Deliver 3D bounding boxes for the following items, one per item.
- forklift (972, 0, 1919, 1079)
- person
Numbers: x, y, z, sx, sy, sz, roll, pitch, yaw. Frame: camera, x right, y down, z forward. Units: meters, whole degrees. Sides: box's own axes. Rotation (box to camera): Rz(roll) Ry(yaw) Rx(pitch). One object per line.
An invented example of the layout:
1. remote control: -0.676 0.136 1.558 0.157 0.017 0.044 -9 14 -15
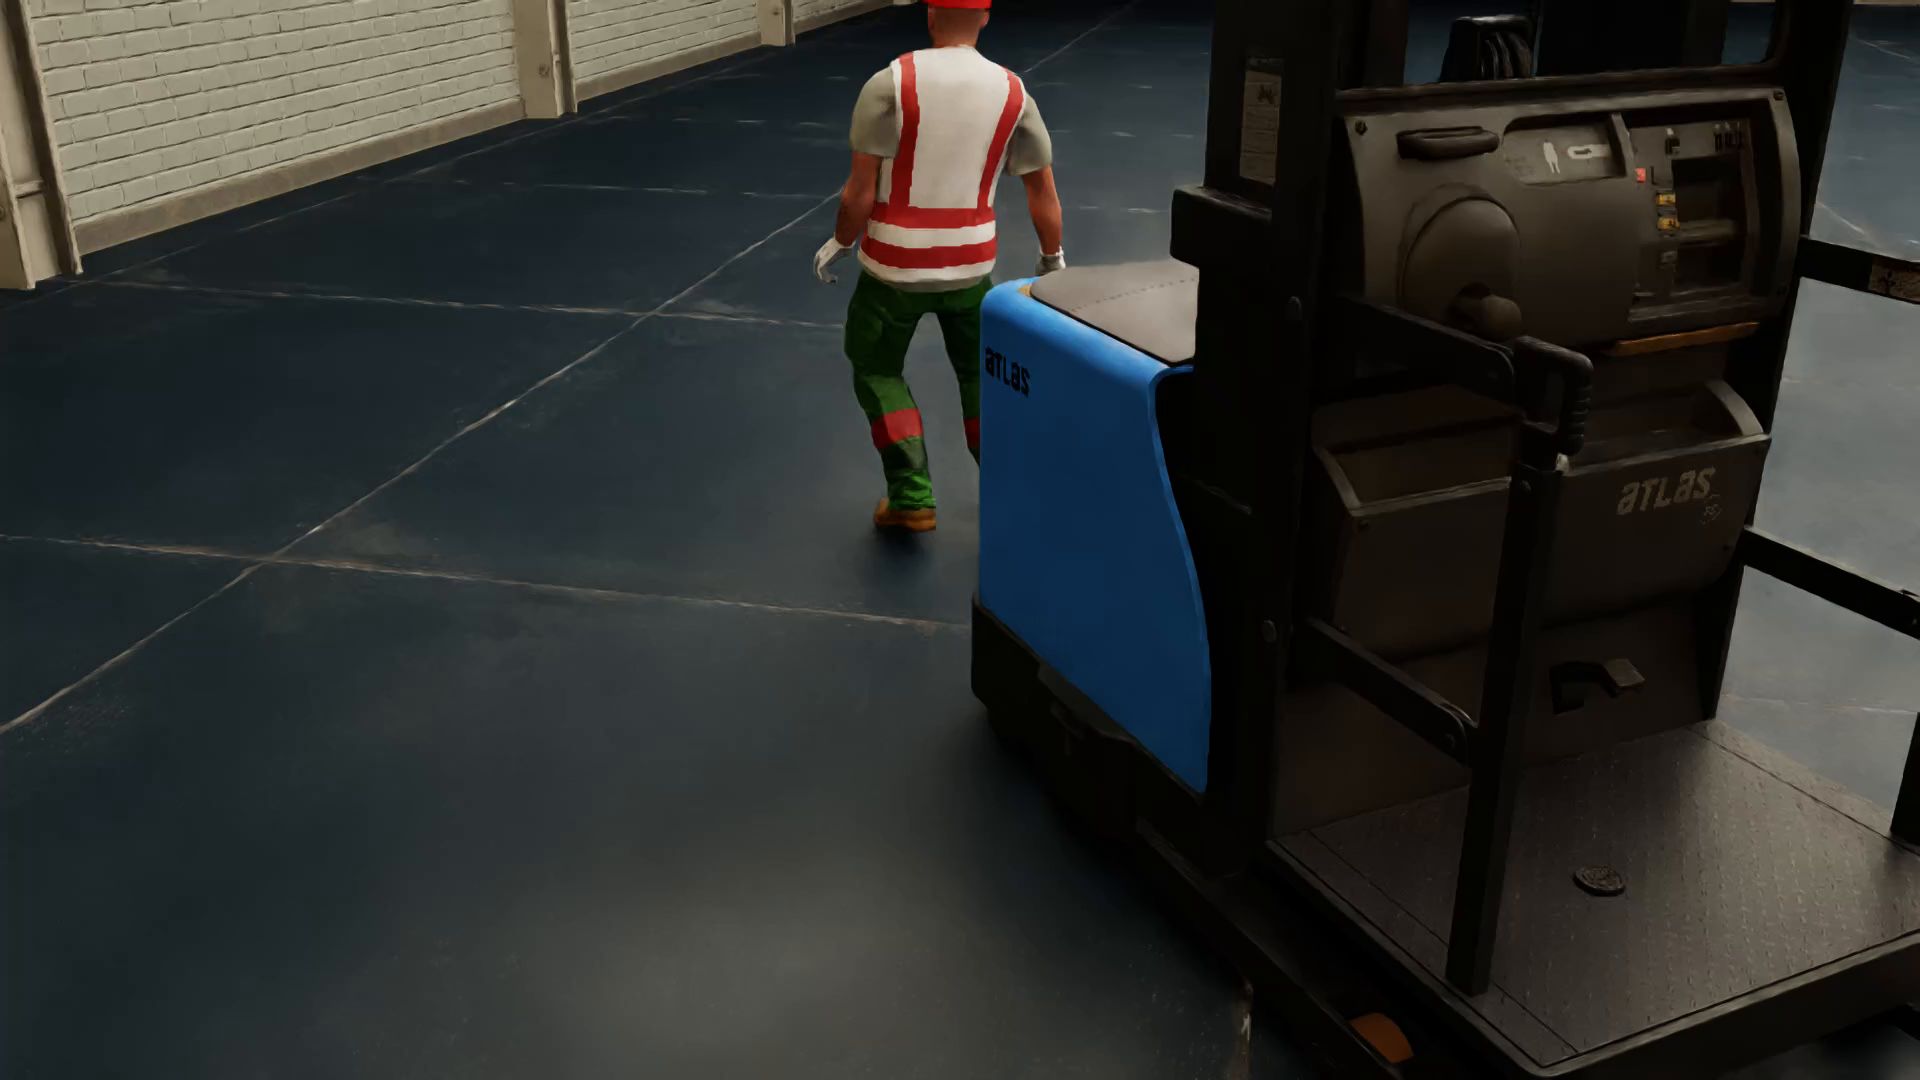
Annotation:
1. forklift: 1.106 -0.515 2.529 1.130 2.935 3.031 -10 24 -23
2. person: -0.039 -0.837 4.933 0.783 1.727 0.429 -7 23 -17
